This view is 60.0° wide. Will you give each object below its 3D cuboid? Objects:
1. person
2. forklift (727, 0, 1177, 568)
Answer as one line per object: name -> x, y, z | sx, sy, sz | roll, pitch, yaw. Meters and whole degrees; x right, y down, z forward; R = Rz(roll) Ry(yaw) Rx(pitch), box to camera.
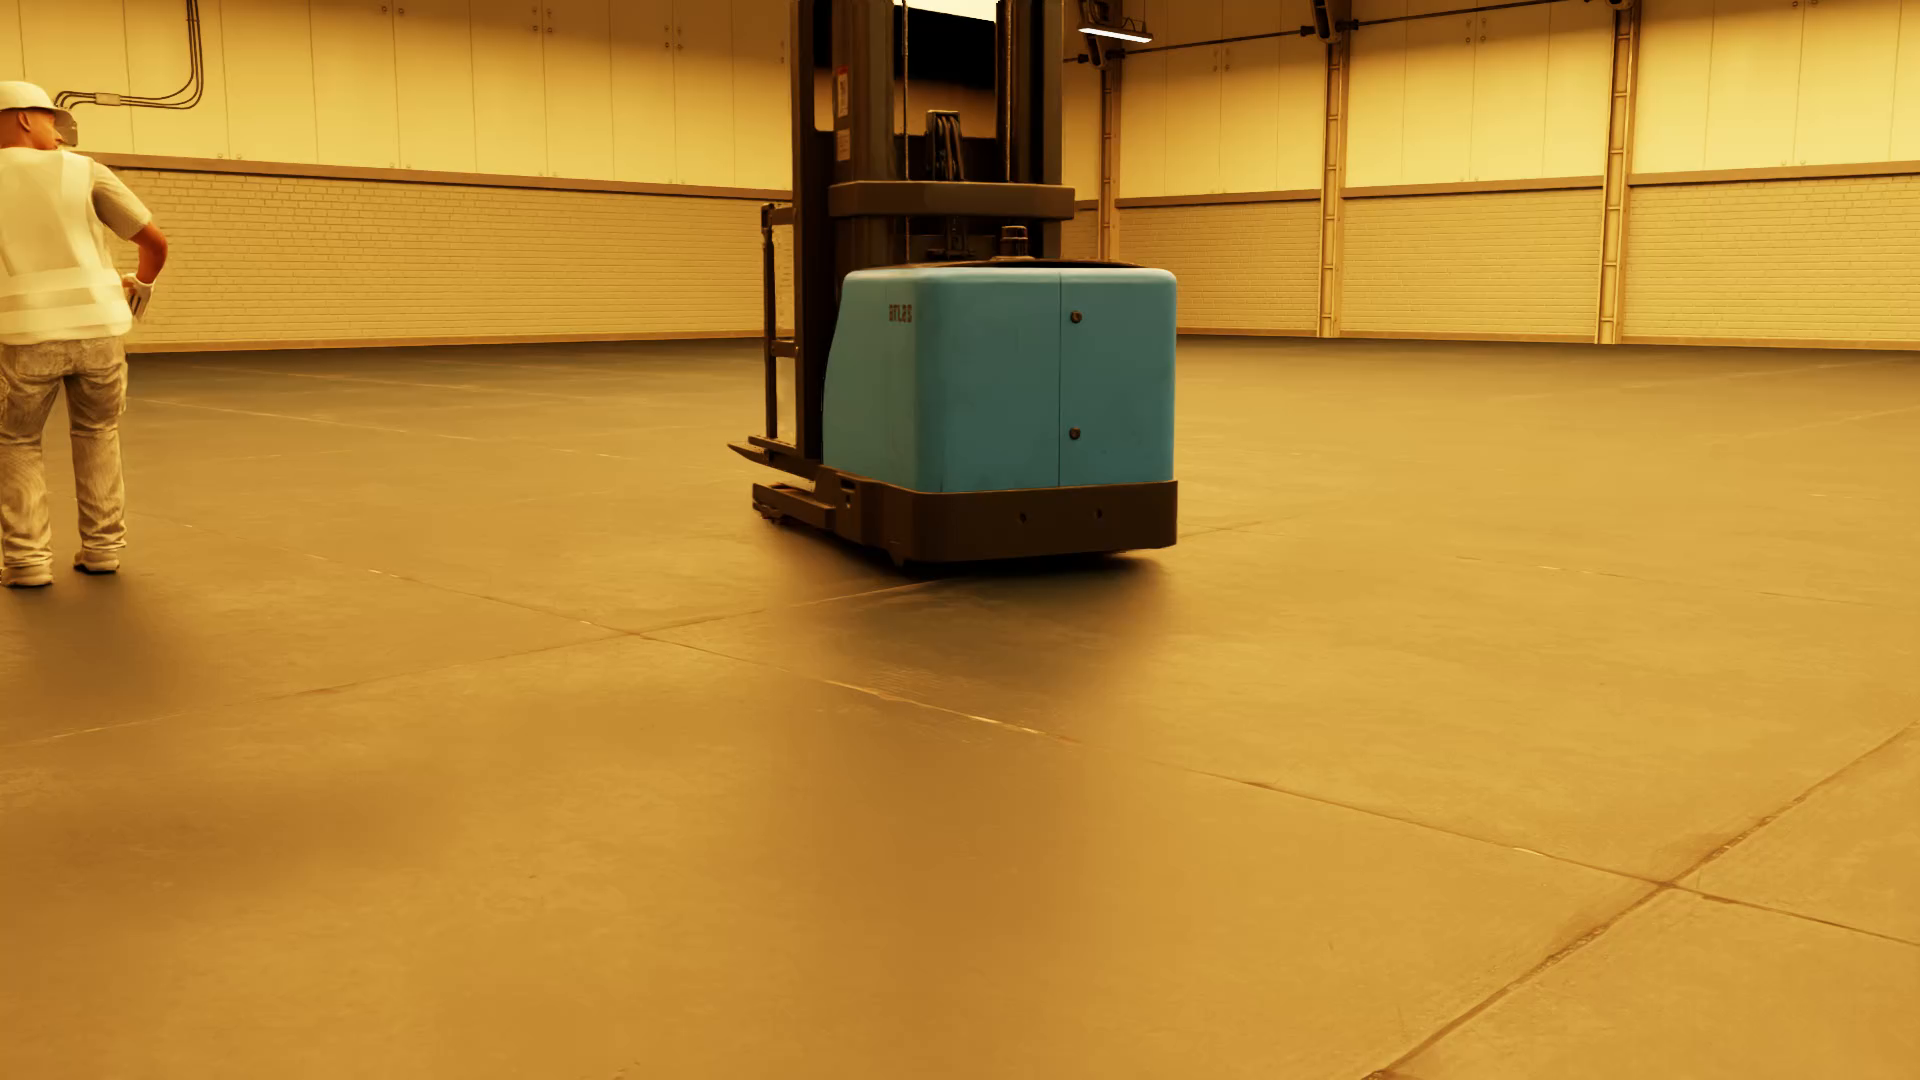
person -> -3.183, -0.708, 5.768 | 0.808, 1.723, 0.592 | -5, 10, -30
forklift -> -0.262, -1.532, 7.050 | 1.130, 2.935, 3.031 | -4, 9, -24
